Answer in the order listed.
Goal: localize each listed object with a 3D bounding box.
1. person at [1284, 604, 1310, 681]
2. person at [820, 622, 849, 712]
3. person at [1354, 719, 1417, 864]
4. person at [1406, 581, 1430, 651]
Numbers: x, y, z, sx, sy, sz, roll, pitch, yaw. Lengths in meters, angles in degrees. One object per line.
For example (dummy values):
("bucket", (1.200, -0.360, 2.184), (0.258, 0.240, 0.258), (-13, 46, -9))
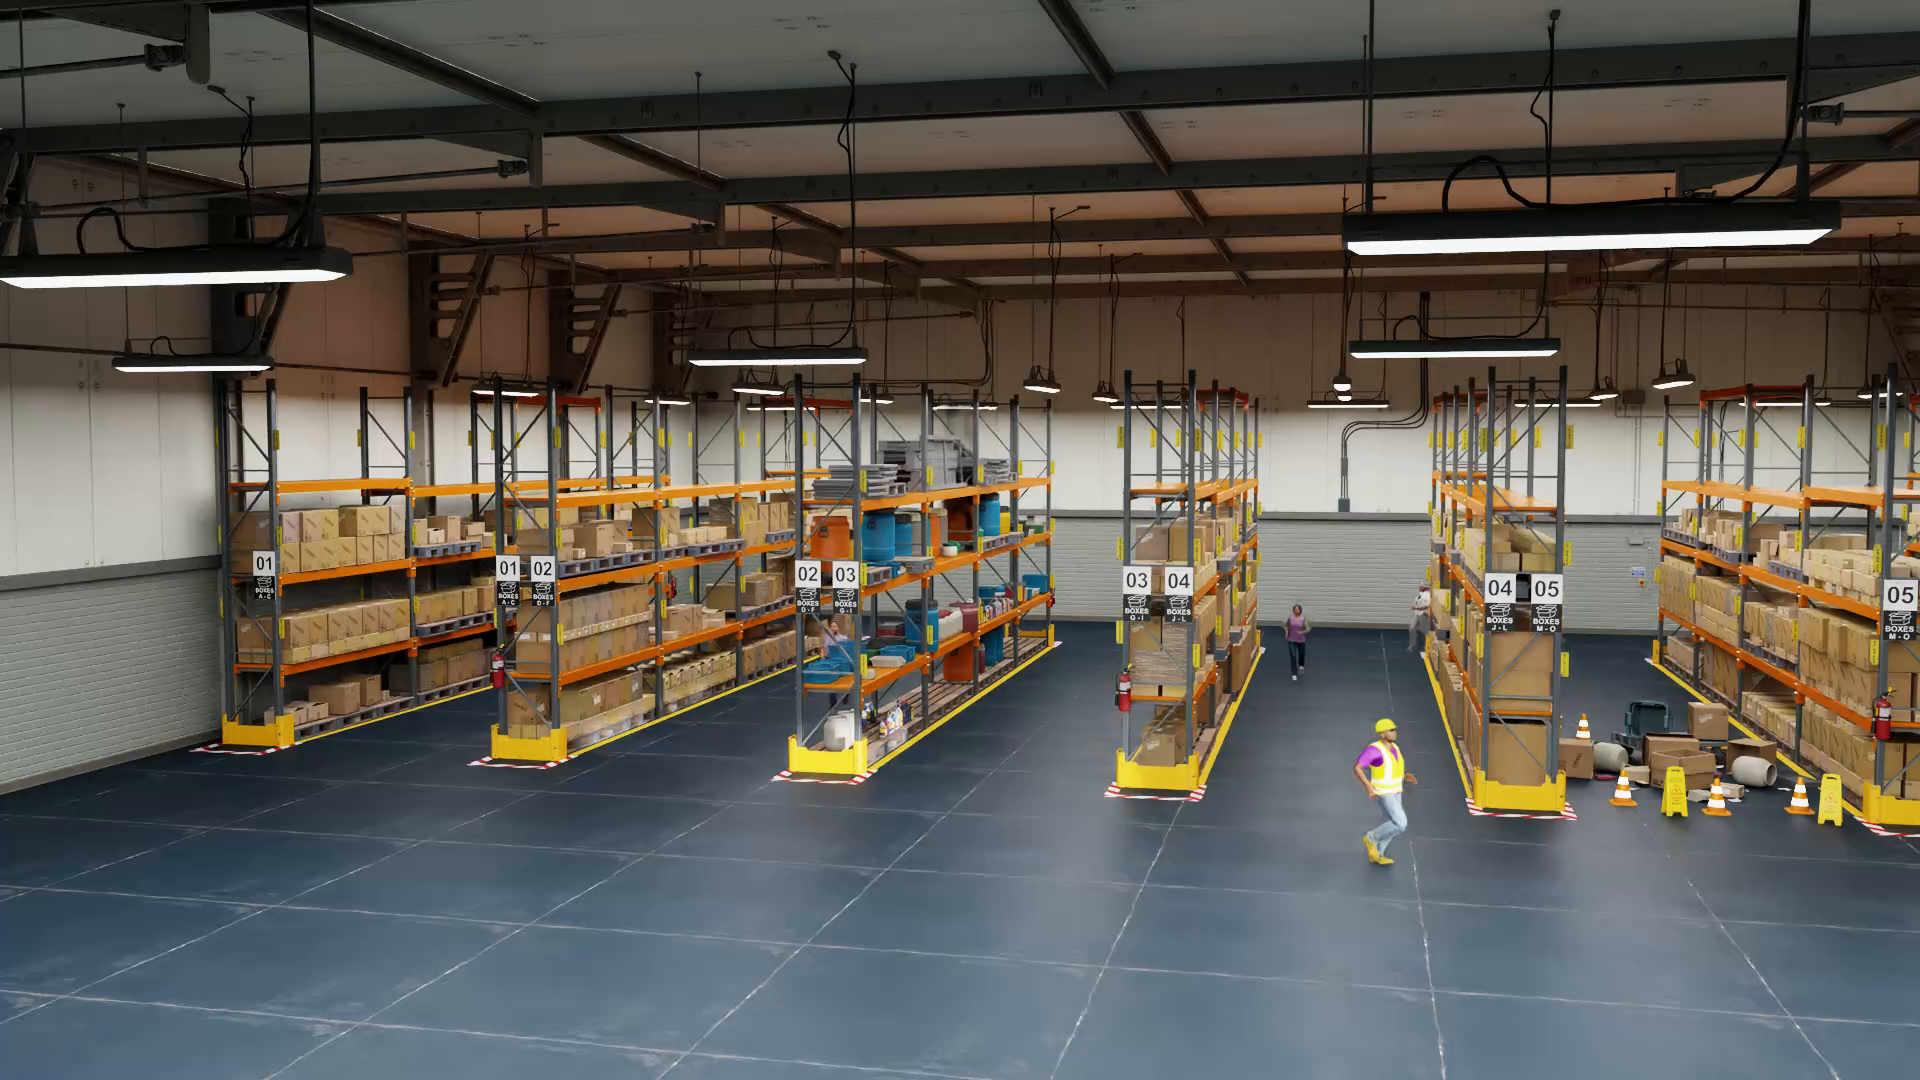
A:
("person", (7.037, 2.127, 34.771), (0.548, 1.568, 0.805), (1, 4, 15))
("person", (-2.287, 2.308, 30.473), (0.614, 1.617, 0.659), (1, 4, 12))
("person", (5.038, 2.961, 19.505), (0.596, 1.719, 0.689), (3, 5, 44))
("person", (10.992, 1.821, 39.366), (0.698, 1.731, 0.570), (-1, 3, -11))
